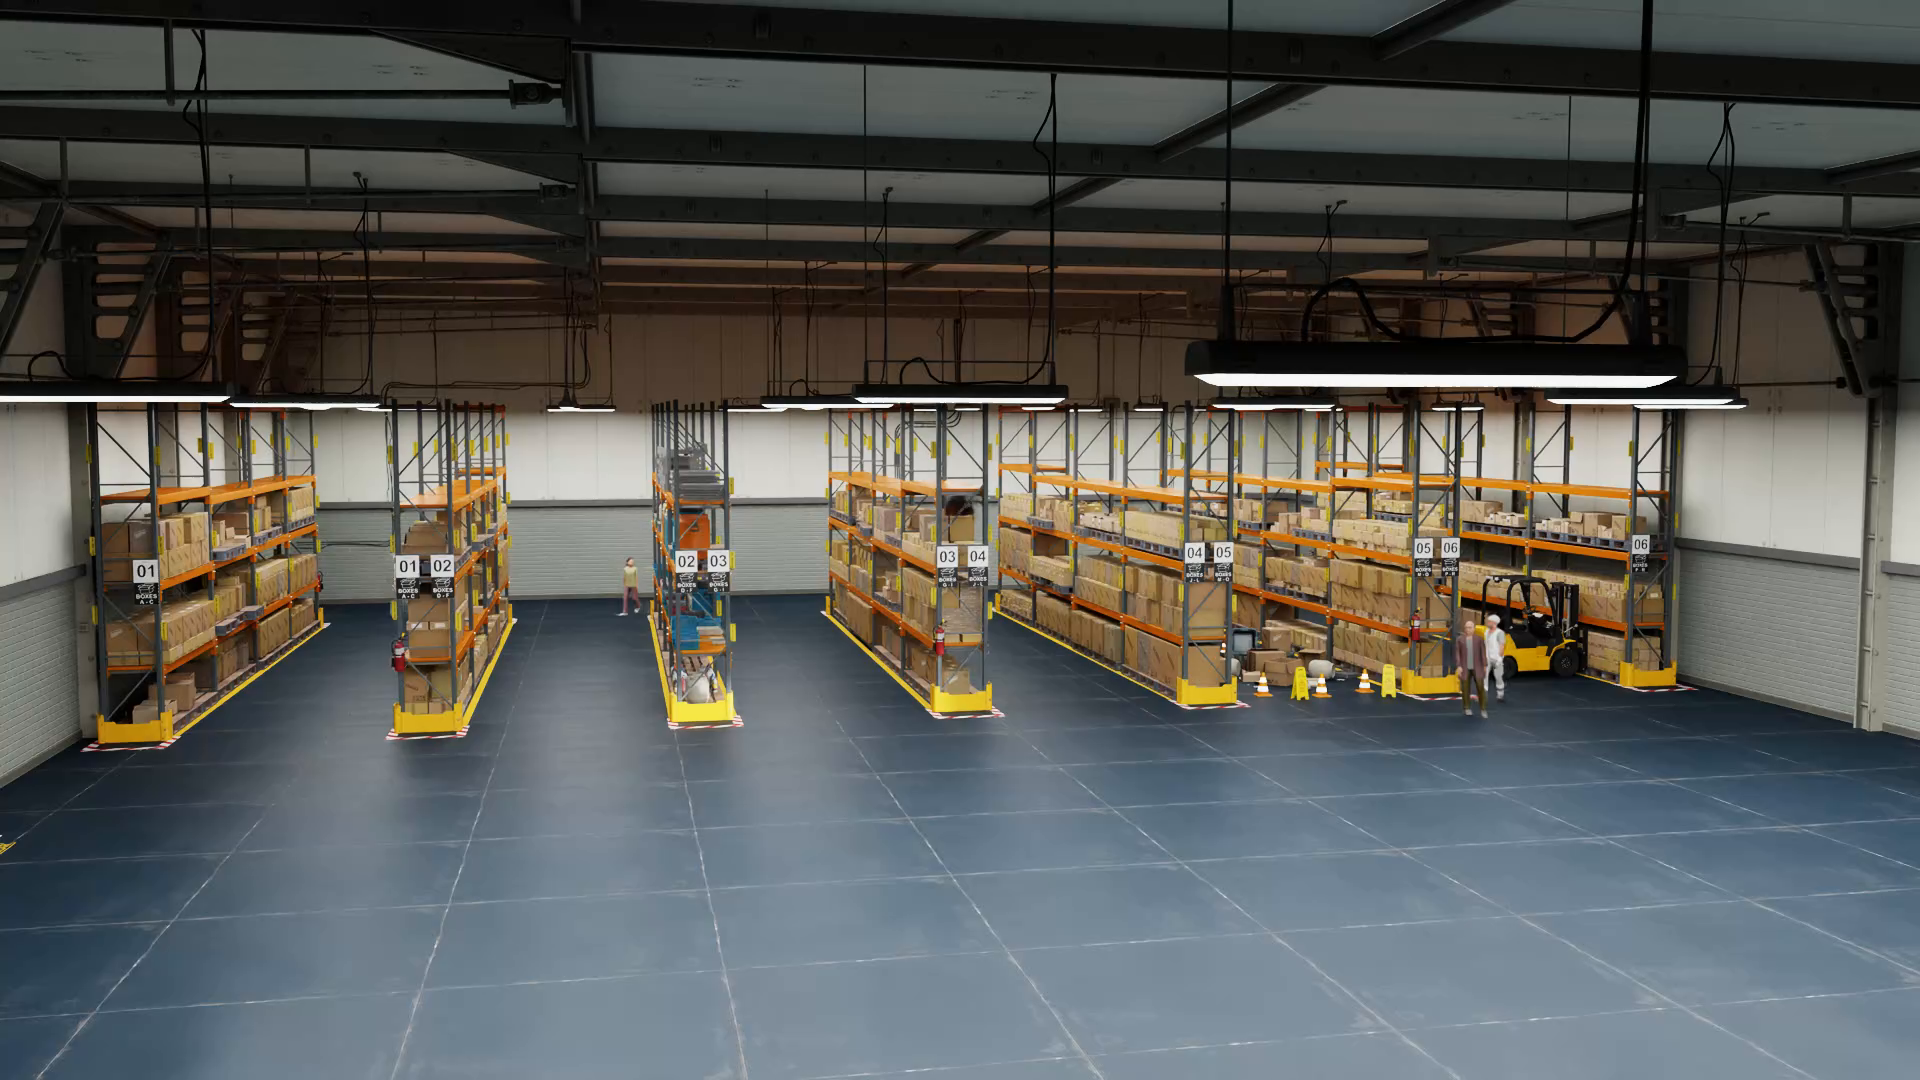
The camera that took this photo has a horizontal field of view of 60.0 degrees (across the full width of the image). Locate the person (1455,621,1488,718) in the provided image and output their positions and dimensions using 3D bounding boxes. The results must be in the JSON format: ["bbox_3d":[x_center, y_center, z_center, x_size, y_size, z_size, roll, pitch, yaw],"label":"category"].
[{"bbox_3d":[9.738,2.507,31.636,0.660,1.700,0.456,2,5,23],"label":"person"}]

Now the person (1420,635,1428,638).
[{"bbox_3d":[10.716,1.952,38.450,0.409,1.781,0.587,1,4,14],"label":"person"}]

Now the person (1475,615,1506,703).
[{"bbox_3d":[10.572,2.366,33.015,0.552,1.754,1.007,4,6,42],"label":"person"}]

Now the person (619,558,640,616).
[{"bbox_3d":[-9.407,1.324,47.369,0.465,1.655,0.696,1,4,9],"label":"person"}]
